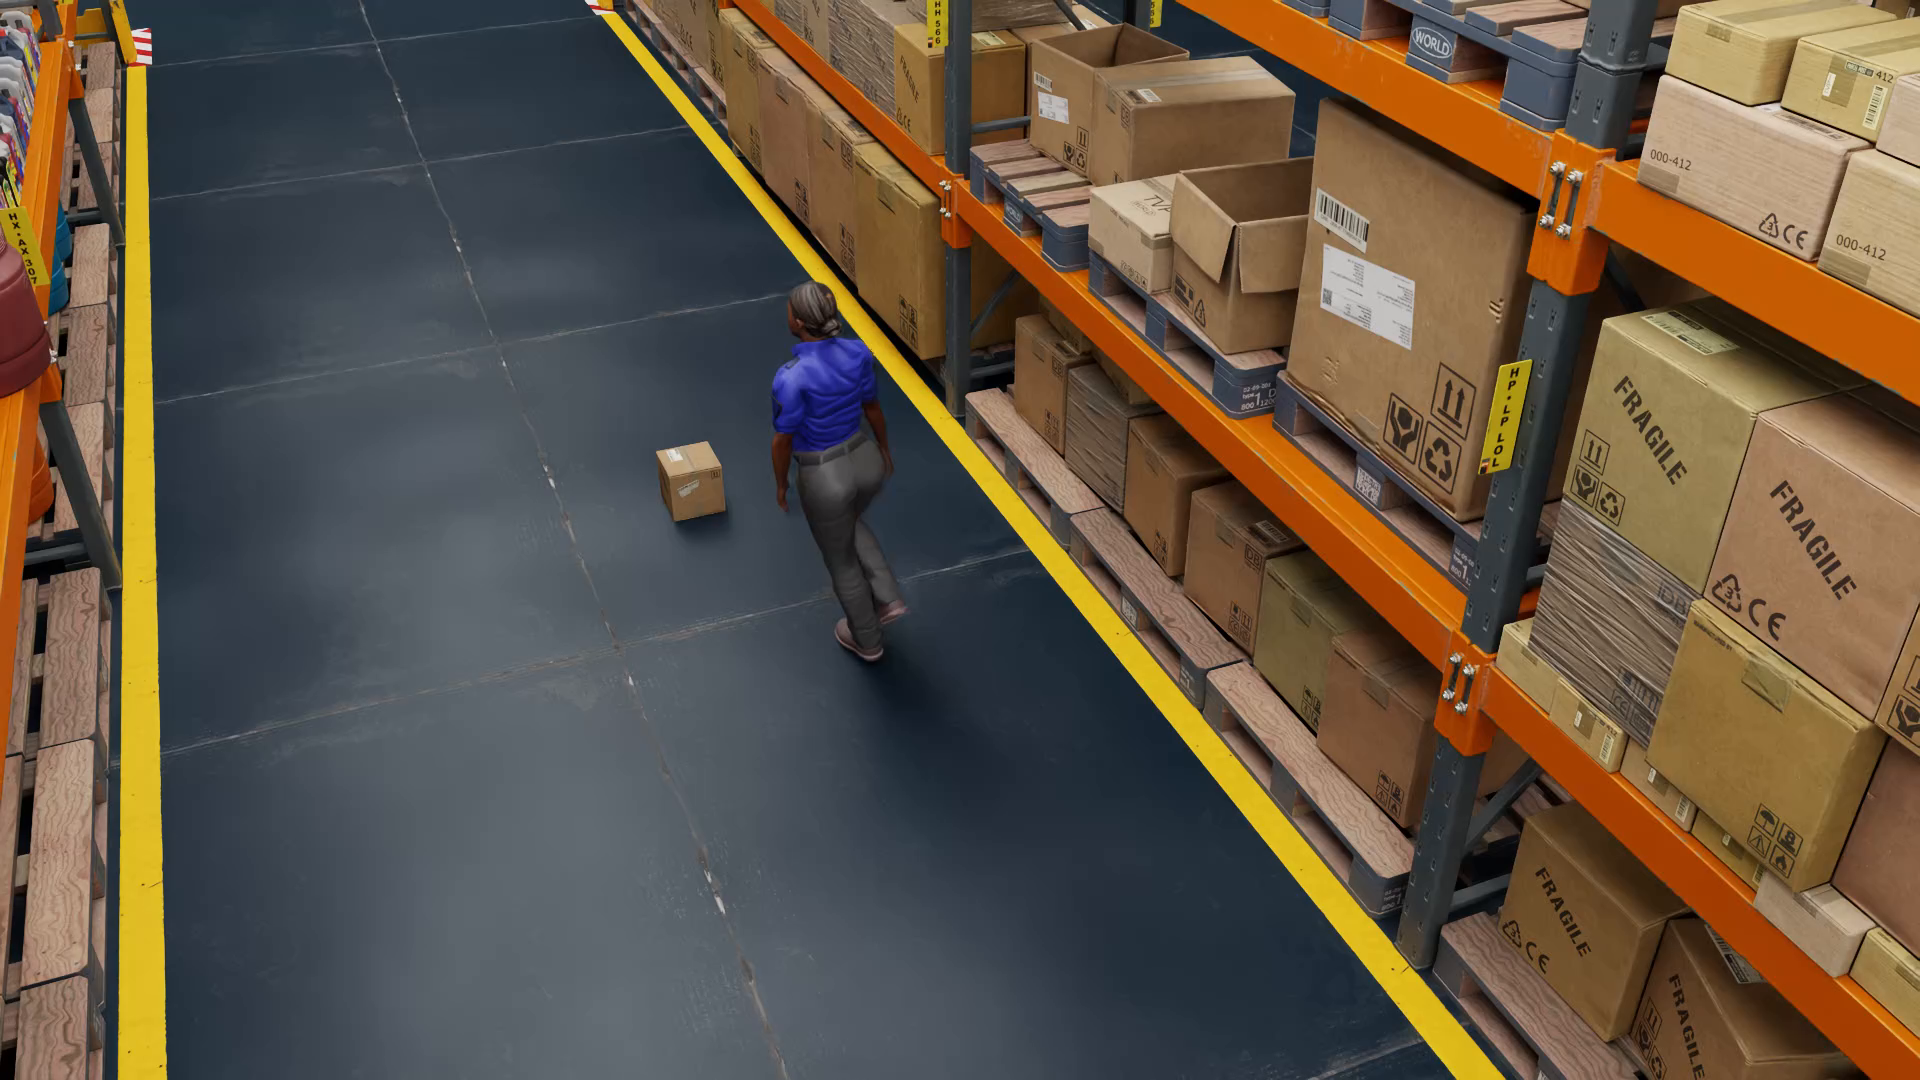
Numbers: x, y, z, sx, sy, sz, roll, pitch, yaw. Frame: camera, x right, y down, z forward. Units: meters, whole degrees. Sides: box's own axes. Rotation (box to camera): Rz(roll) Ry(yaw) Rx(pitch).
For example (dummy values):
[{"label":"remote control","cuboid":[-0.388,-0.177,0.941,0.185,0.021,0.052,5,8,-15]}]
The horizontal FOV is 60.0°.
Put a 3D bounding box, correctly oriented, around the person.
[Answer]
[{"label":"person","cuboid":[-0.473,-0.290,6.496,0.563,1.583,0.414,-28,42,-35]}]
